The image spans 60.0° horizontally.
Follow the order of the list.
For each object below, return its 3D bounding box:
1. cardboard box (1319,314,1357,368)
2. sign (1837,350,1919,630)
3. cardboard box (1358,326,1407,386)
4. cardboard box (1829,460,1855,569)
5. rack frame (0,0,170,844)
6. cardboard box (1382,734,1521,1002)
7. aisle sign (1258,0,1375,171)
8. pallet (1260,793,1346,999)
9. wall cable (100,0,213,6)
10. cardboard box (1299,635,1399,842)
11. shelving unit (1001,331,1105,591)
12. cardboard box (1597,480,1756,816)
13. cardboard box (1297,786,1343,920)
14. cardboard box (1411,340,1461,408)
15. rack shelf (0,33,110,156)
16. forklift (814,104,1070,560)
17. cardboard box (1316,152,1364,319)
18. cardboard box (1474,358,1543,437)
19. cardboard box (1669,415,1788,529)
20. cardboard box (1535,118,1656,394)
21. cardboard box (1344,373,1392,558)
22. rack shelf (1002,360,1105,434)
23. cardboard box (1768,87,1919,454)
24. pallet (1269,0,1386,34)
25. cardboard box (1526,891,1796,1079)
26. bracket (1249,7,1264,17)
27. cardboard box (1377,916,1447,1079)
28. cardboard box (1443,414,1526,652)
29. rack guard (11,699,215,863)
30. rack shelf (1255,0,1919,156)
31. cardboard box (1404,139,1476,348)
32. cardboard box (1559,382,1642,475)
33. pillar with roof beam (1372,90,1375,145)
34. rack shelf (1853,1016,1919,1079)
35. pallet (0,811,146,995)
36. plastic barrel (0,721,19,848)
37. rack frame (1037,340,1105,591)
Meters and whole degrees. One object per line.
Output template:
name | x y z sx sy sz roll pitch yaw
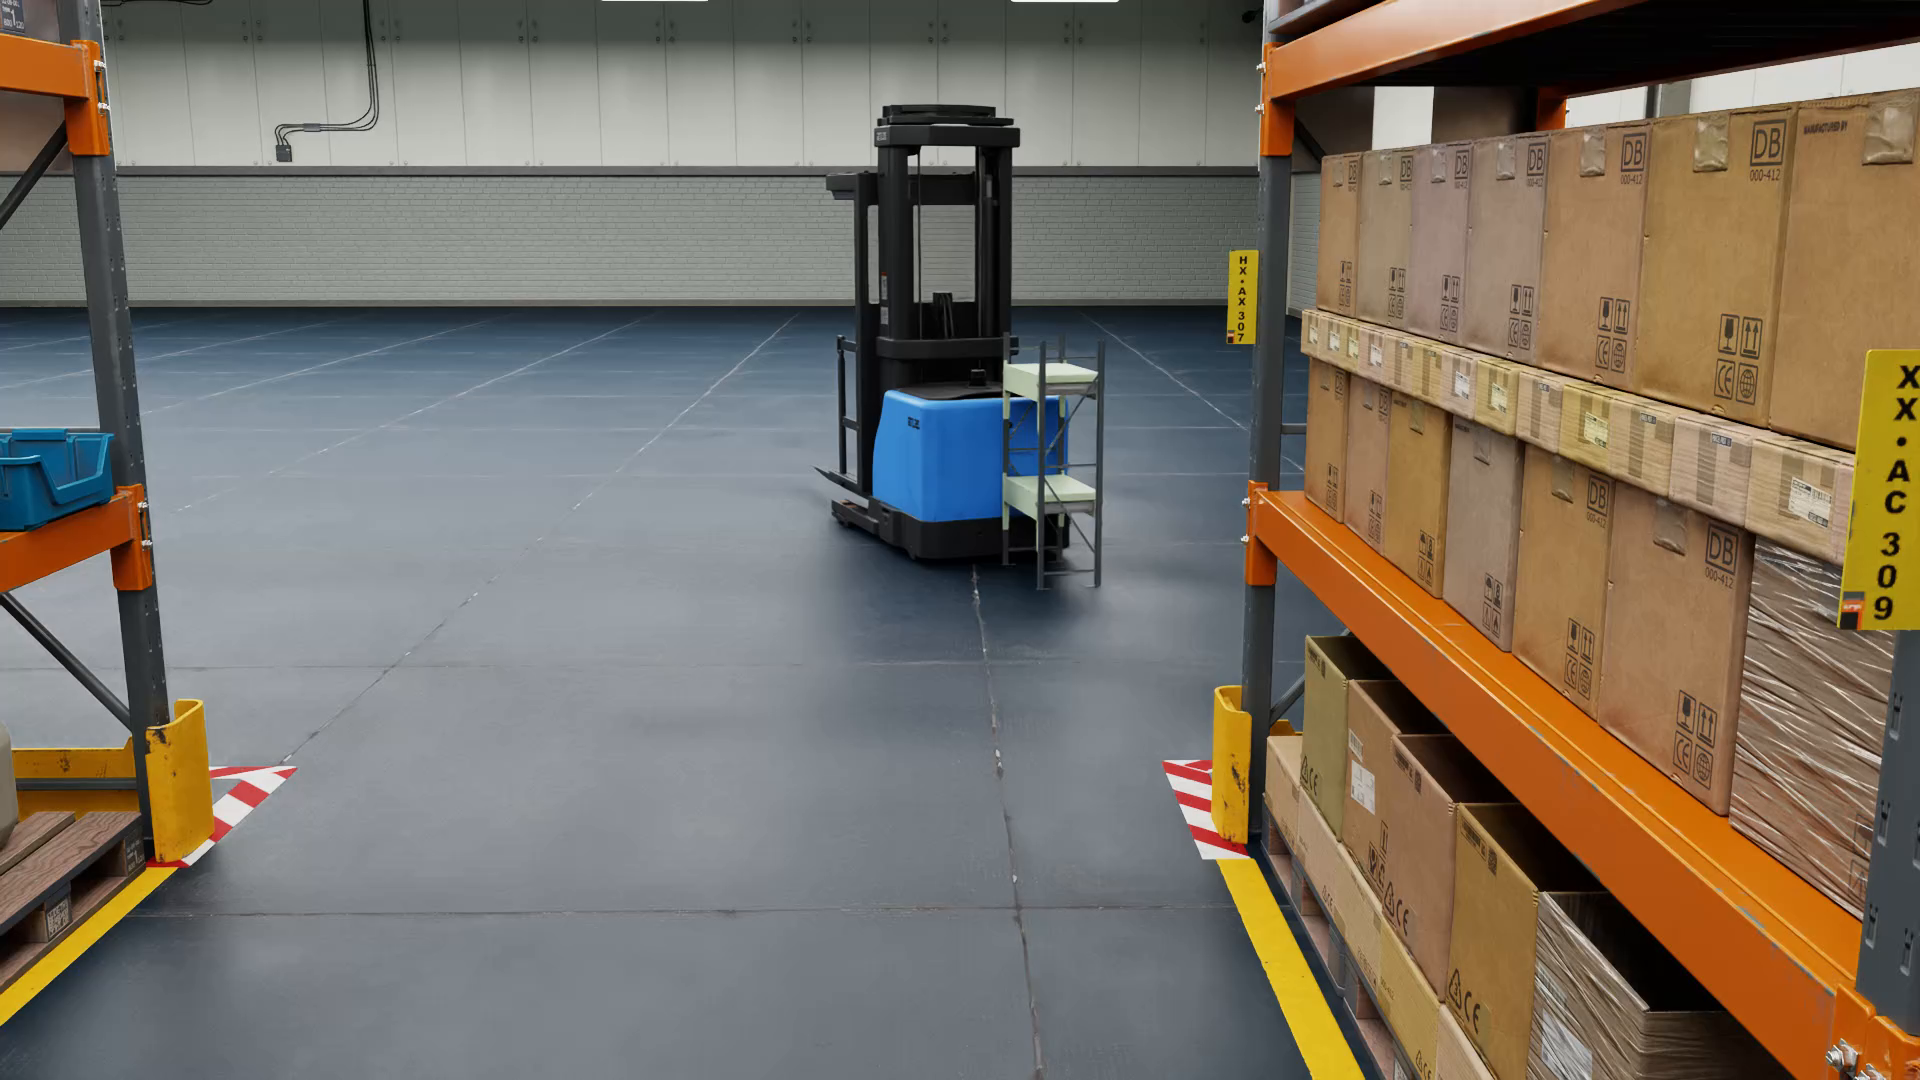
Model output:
cardboard box | 1.348 -0.625 5.214 0.380 0.149 0.250 -1 11 -3
sign | 1.075 -0.055 1.910 0.100 0.325 0.005 0 11 -1
cardboard box | 1.355 -0.526 4.722 0.380 0.149 0.250 0 11 -2
cardboard box | 1.410 -0.015 2.204 0.380 0.149 0.250 0 11 -1
rack frame | -3.405 -0.370 5.839 1.000 3.000 0.127 0 11 -1
cardboard box | 1.364 0.790 4.093 0.500 0.500 0.500 0 11 -1
aisle sign | 1.239 -1.676 5.736 0.394 0.787 0.004 0 11 -1
pallet | 1.605 1.129 5.465 1.003 0.211 1.213 0 11 -1
wall cable | -17.674 -12.847 35.917 3.097 2.526 0.112 0 11 -1
cardboard box | 1.348 0.591 5.073 0.500 0.500 0.500 0 11 -1
shelving unit | 0.566 -0.509 10.295 0.431 1.500 0.755 -3 12 -15
cardboard box | 1.597 0.163 2.958 0.700 0.500 0.500 0 11 -2
cardboard box | 1.350 0.959 5.148 0.500 0.250 0.500 0 11 -1
cardboard box | 1.368 -0.422 4.211 0.380 0.149 0.250 0 11 -2
rack shelf | -3.364 -1.090 3.653 1.077 0.370 4.000 0 11 -1
forklift | -0.295 -1.556 11.855 1.130 2.935 3.031 -5 12 -21
cardboard box | 1.545 -0.971 5.288 0.700 0.500 0.500 0 11 -1
cardboard box | 1.377 -0.320 3.709 0.380 0.149 0.250 0 11 1
cardboard box | 1.399 -0.116 2.703 0.380 0.149 0.250 -1 11 -3
cardboard box | 1.593 -0.568 3.298 0.700 0.500 0.500 0 11 -1
cardboard box | 1.559 -0.242 4.954 0.700 0.500 0.500 0 11 0
rack shelf | 0.566 -0.891 10.217 0.431 0.370 0.720 -3 12 -15
cardboard box | 1.614 -0.368 2.312 0.700 0.500 0.500 0 11 -1
pallet | 1.536 -1.676 4.953 1.003 0.211 1.213 0 11 -1
cardboard box | 1.403 0.989 3.114 0.500 0.500 0.500 0 11 -1
bracket | 6.359 -11.378 35.955 0.076 0.066 3.189 0 11 -1
cardboard box | 1.365 1.158 4.168 0.500 0.250 0.500 0 11 -1
cardboard box | 1.579 -0.038 3.952 0.700 0.500 0.500 0 11 1
rack guard | -3.357 0.870 6.014 1.175 0.500 0.348 0 11 -1
rack shelf | 1.588 -1.110 3.750 1.077 0.370 4.000 0 11 -1
cardboard box | 1.572 -0.766 4.278 0.700 0.500 0.500 0 11 -1
cardboard box | 1.391 -0.217 3.201 0.380 0.149 0.250 0 11 -1
pillar with roof beam | 2.579 -7.968 28.204 9.100 9.000 0.400 0 11 -1
rack shelf | 1.671 1.155 0.129 1.077 0.370 4.000 0 11 -1
pallet | -3.345 1.173 5.247 1.003 0.211 1.213 0 11 -1
plastic barrel | -3.315 0.774 5.402 0.421 0.512 0.421 0 11 0
rack frame | 0.661 -0.439 9.949 0.400 1.500 0.023 -3 12 -15
